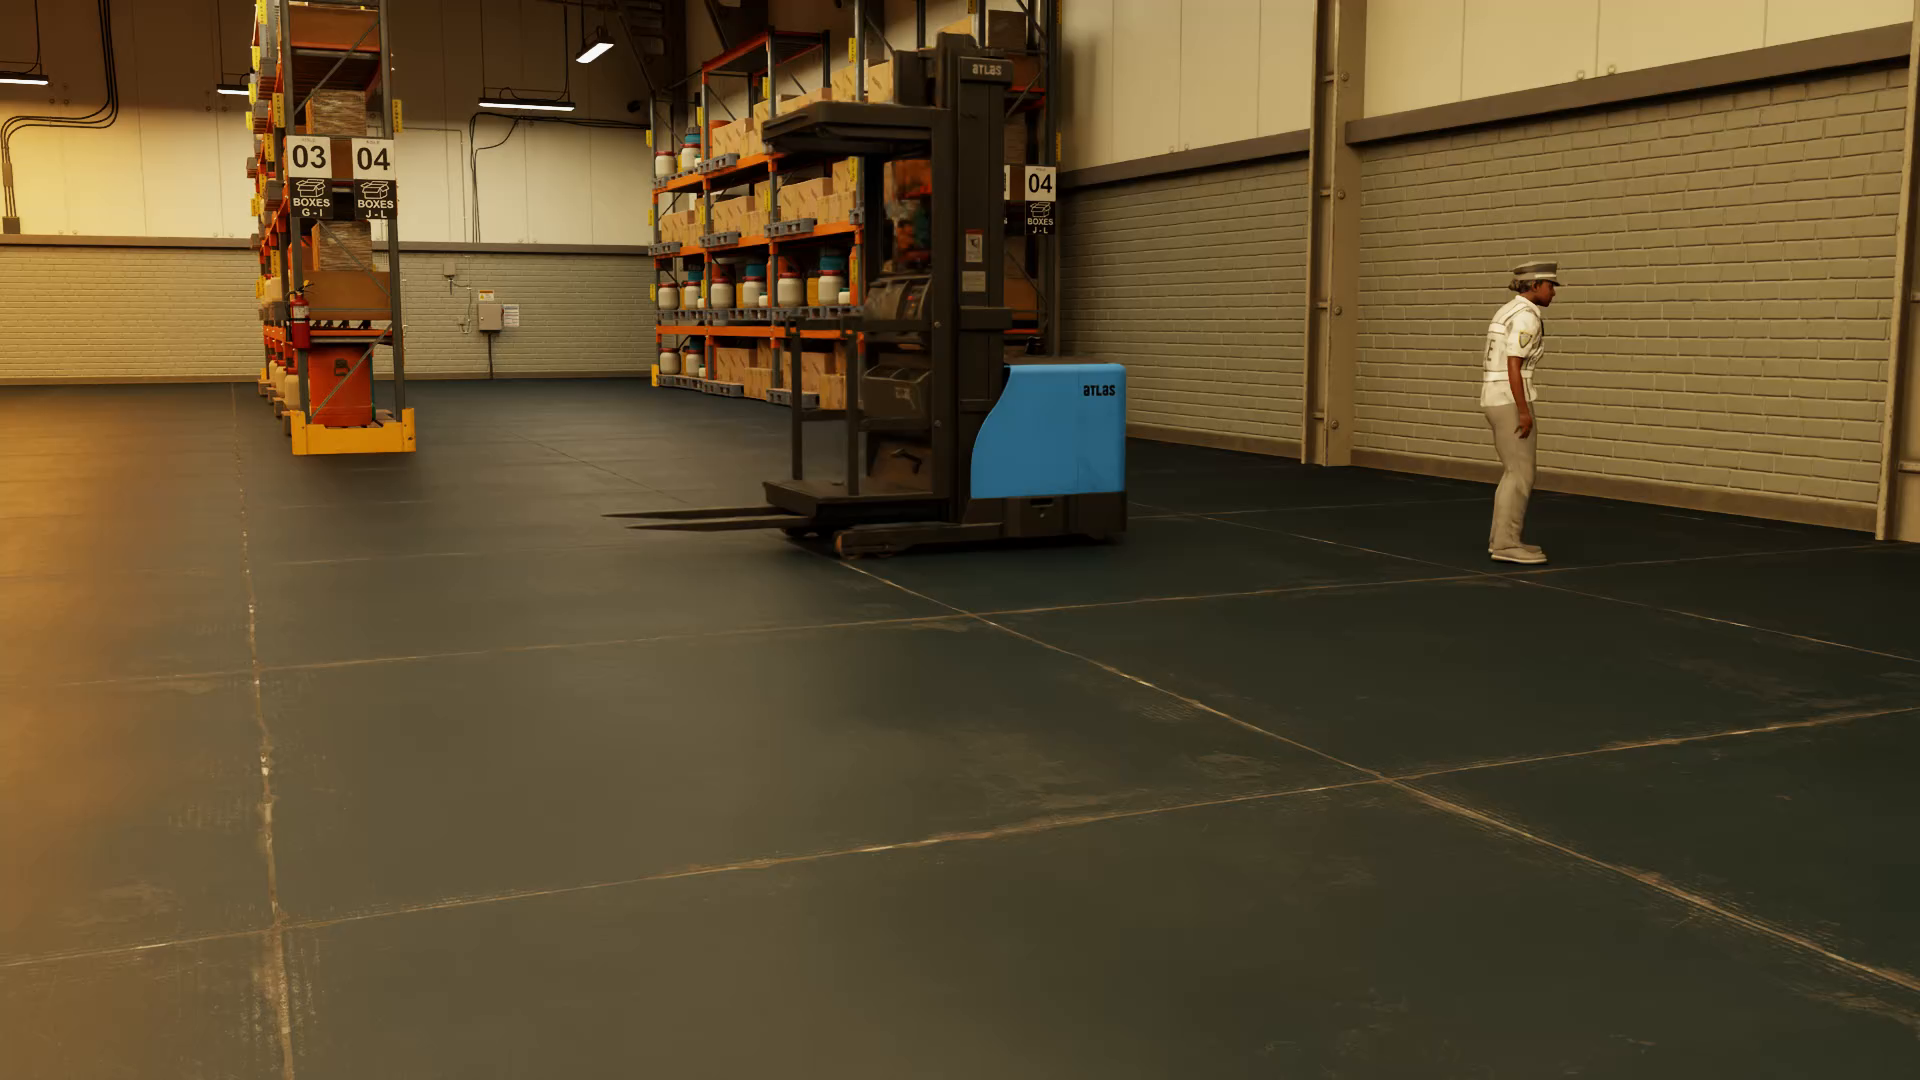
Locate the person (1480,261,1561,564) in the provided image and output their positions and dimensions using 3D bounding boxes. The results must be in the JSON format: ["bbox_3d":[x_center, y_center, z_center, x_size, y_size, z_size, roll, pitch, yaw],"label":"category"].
[{"bbox_3d":[3.110,-0.716,9.269,0.397,1.653,0.516,2,8,13],"label":"person"}]

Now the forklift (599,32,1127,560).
[{"bbox_3d":[-0.556,-1.420,9.710,3.031,2.935,1.130,-3,8,-24],"label":"forklift"}]
